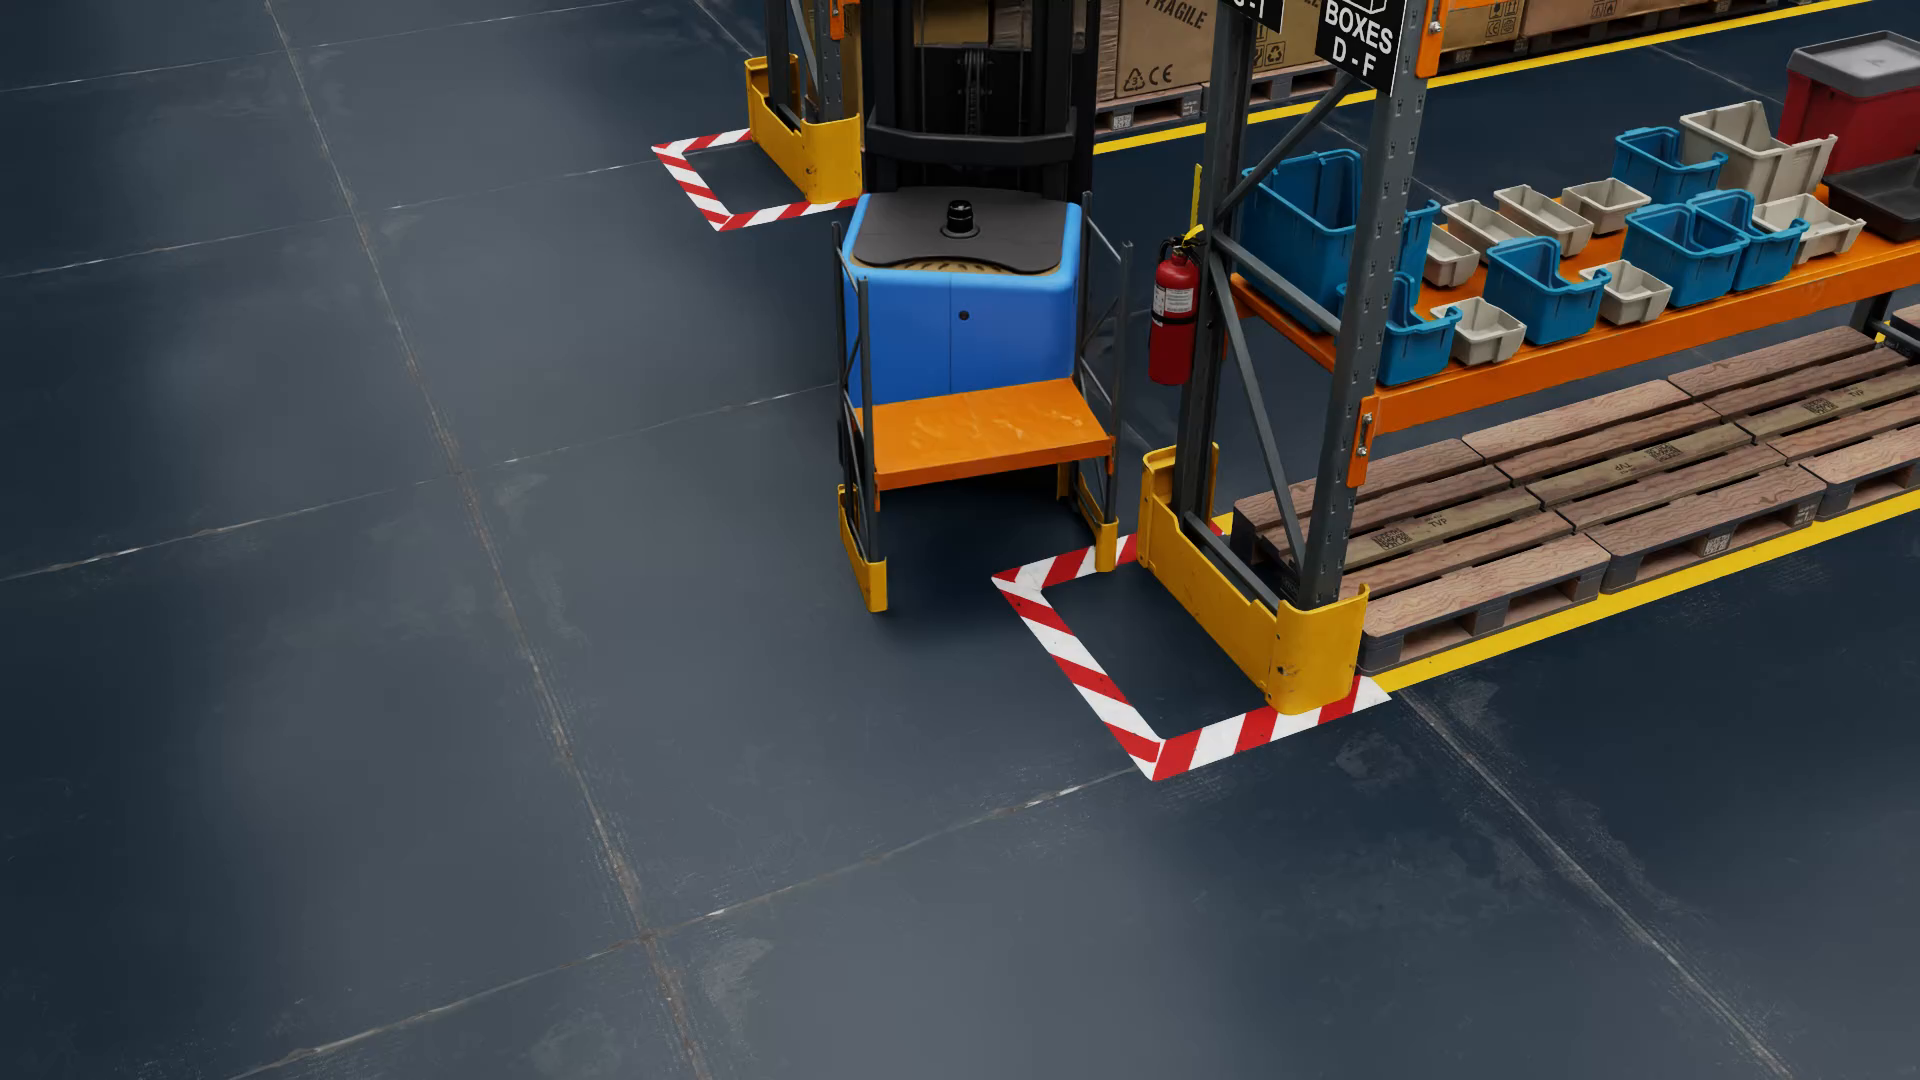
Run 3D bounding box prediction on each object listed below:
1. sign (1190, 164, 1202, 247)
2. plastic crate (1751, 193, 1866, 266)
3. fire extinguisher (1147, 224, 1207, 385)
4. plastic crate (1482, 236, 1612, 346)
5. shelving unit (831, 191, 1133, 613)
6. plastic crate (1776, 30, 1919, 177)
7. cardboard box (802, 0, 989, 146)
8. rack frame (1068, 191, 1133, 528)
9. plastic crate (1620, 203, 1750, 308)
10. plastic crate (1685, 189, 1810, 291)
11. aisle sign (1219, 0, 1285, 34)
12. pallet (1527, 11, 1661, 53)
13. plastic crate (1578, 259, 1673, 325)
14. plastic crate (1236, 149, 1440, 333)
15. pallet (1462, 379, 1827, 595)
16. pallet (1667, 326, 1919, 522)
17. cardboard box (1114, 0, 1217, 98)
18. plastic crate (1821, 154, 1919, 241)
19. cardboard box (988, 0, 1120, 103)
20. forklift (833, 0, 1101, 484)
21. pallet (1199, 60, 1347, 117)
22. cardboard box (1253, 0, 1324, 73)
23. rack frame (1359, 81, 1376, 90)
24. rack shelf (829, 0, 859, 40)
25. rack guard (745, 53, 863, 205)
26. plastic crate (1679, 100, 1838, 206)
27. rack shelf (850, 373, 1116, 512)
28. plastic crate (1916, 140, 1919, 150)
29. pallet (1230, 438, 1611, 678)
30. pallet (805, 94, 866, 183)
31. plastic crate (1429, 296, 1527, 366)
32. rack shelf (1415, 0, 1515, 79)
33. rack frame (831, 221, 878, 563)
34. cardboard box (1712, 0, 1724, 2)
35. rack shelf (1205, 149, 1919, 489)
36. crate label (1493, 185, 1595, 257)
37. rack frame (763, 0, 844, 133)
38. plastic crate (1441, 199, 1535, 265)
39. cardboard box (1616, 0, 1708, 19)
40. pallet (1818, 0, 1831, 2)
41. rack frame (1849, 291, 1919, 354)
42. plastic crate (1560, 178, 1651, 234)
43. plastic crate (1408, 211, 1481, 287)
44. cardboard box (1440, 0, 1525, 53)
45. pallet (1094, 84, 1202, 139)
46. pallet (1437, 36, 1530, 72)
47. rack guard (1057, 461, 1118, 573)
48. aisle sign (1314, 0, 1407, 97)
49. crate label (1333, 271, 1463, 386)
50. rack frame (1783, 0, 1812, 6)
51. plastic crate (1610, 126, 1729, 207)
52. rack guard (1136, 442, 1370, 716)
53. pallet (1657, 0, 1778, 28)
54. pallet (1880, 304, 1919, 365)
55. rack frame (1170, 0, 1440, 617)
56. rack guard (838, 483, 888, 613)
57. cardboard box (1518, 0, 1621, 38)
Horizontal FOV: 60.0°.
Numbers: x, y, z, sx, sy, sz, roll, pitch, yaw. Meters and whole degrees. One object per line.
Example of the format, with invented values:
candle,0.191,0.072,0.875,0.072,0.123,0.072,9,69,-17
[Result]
sign,0.905,-1.251,6.282,0.005,0.325,0.100,-16,39,-20
plastic crate,3.326,-1.221,6.549,0.466,0.136,0.293,-16,39,-20
fire extinguisher,0.824,-0.919,6.350,0.183,0.674,0.296,-16,39,-20
plastic crate,2.113,-0.902,6.038,0.300,0.233,0.416,-16,39,-20
shelving unit,0.068,-0.555,6.739,1.083,1.500,0.587,-9,38,-12
plastic crate,3.860,-1.865,7.142,0.583,0.464,0.402,-16,39,-20
cardboard box,-0.405,-3.085,10.322,0.875,0.875,0.875,-16,39,-20
rack frame,0.567,-0.637,6.850,0.032,1.500,0.500,-9,38,-12
plastic crate,2.709,-1.068,6.263,0.300,0.233,0.416,-16,39,-20
plastic crate,2.981,-1.144,6.365,0.300,0.233,0.416,-16,39,-20
aisle sign,0.964,-2.077,5.351,0.004,0.787,0.394,-16,39,-20
pallet,4.443,-4.004,12.471,1.213,0.211,1.003,-16,39,-20
plastic crate,2.457,-0.905,6.123,0.298,0.136,0.250,-16,39,-20
plastic crate,1.377,-1.117,6.158,0.499,0.435,0.616,-16,39,-20
pallet,3.020,-0.268,7.434,1.213,0.211,1.003,-16,39,-20
pallet,4.126,-0.579,7.853,1.213,0.211,1.003,-16,39,-20
cardboard box,1.224,-3.540,10.936,0.875,0.875,0.875,-16,39,-20
plastic crate,3.876,-1.391,6.788,0.590,0.125,0.437,-16,39,-20
cardboard box,0.418,-3.315,10.633,0.875,0.875,0.875,-16,39,-20
forklift,0.117,-2.292,7.880,1.130,2.935,3.031,4,37,5
pallet,1.949,-3.307,11.531,1.213,0.211,1.003,-16,39,-20
cardboard box,2.039,-3.768,11.244,0.875,0.875,0.875,-16,39,-20
rack frame,2.670,-4.577,10.903,0.127,3.000,1.000,-16,39,-20
rack shelf,0.860,-3.782,10.435,4.000,0.370,1.077,-16,39,-20
rack guard,-0.972,-2.554,10.274,0.348,0.500,1.175,-16,39,-20
plastic crate,3.314,-1.595,6.932,0.530,0.282,0.437,-16,39,-20
rack shelf,0.077,-0.412,6.848,1.000,0.185,0.538,-9,38,-12
plastic crate,4.293,-1.783,7.307,0.243,0.136,0.396,-16,39,-20
pallet,1.917,0.039,7.021,1.213,0.211,1.003,-16,39,-20
pallet,-0.260,-2.689,10.698,1.213,0.211,1.003,-16,39,-20
plastic crate,1.843,-0.733,5.891,0.298,0.136,0.250,-16,39,-20
rack shelf,2.964,-2.315,5.940,4.000,0.370,1.077,-16,39,-20
rack frame,-0.413,-0.475,6.631,0.032,1.500,0.500,-9,38,-12
cardboard box,5.658,-4.741,12.555,0.875,0.875,1.225,-17,40,-22
rack shelf,2.964,-1.111,6.833,4.000,0.370,1.077,-16,39,-20
crate label,2.325,-1.265,6.608,0.243,0.136,0.396,-16,39,-20
rack frame,-0.951,-3.564,9.538,0.127,3.000,1.000,-16,39,-20
plastic crate,2.083,-1.181,6.496,0.243,0.136,0.396,-16,39,-20
cardboard box,4.847,-4.520,12.257,0.875,0.875,1.225,-15,39,-20
pallet,6.999,-4.666,13.364,1.213,0.211,1.003,-16,39,-20
rack frame,4.775,-1.906,7.302,0.127,3.000,1.000,-16,39,-20
plastic crate,2.585,-1.350,6.723,0.250,0.136,0.298,-16,39,-20
plastic crate,1.815,-1.116,6.407,0.243,0.136,0.396,-16,39,-20
cardboard box,3.241,-4.065,11.644,0.875,0.875,1.225,-15,39,-20
pallet,0.843,-2.995,11.111,1.213,0.211,1.003,-16,39,-20
pallet,3.337,-3.693,12.052,1.213,0.211,1.003,-16,39,-20
rack guard,0.548,-0.132,7.218,0.087,0.250,0.587,-9,38,-12
aisle sign,1.215,-1.759,4.922,0.004,0.787,0.394,-16,39,-20
crate label,1.517,-0.735,5.813,0.303,0.233,0.416,-16,39,-20
rack frame,6.291,-5.589,12.268,0.127,3.000,1.000,-16,39,-20
plastic crate,2.904,-1.508,6.856,0.300,0.233,0.416,-16,39,-20
rack guard,1.137,0.124,6.664,0.348,0.500,1.175,-16,39,-20
pallet,5.546,-4.310,12.884,1.213,0.211,1.003,-16,39,-20
pallet,5.491,-0.959,8.365,1.213,0.211,1.003,-16,39,-20
rack frame,1.154,-0.893,5.937,0.127,3.000,1.000,-16,39,-20
rack guard,-0.411,0.027,7.004,0.087,0.250,0.587,-9,38,-12
cardboard box,4.050,-4.292,11.949,0.875,0.875,1.225,-17,40,-21
